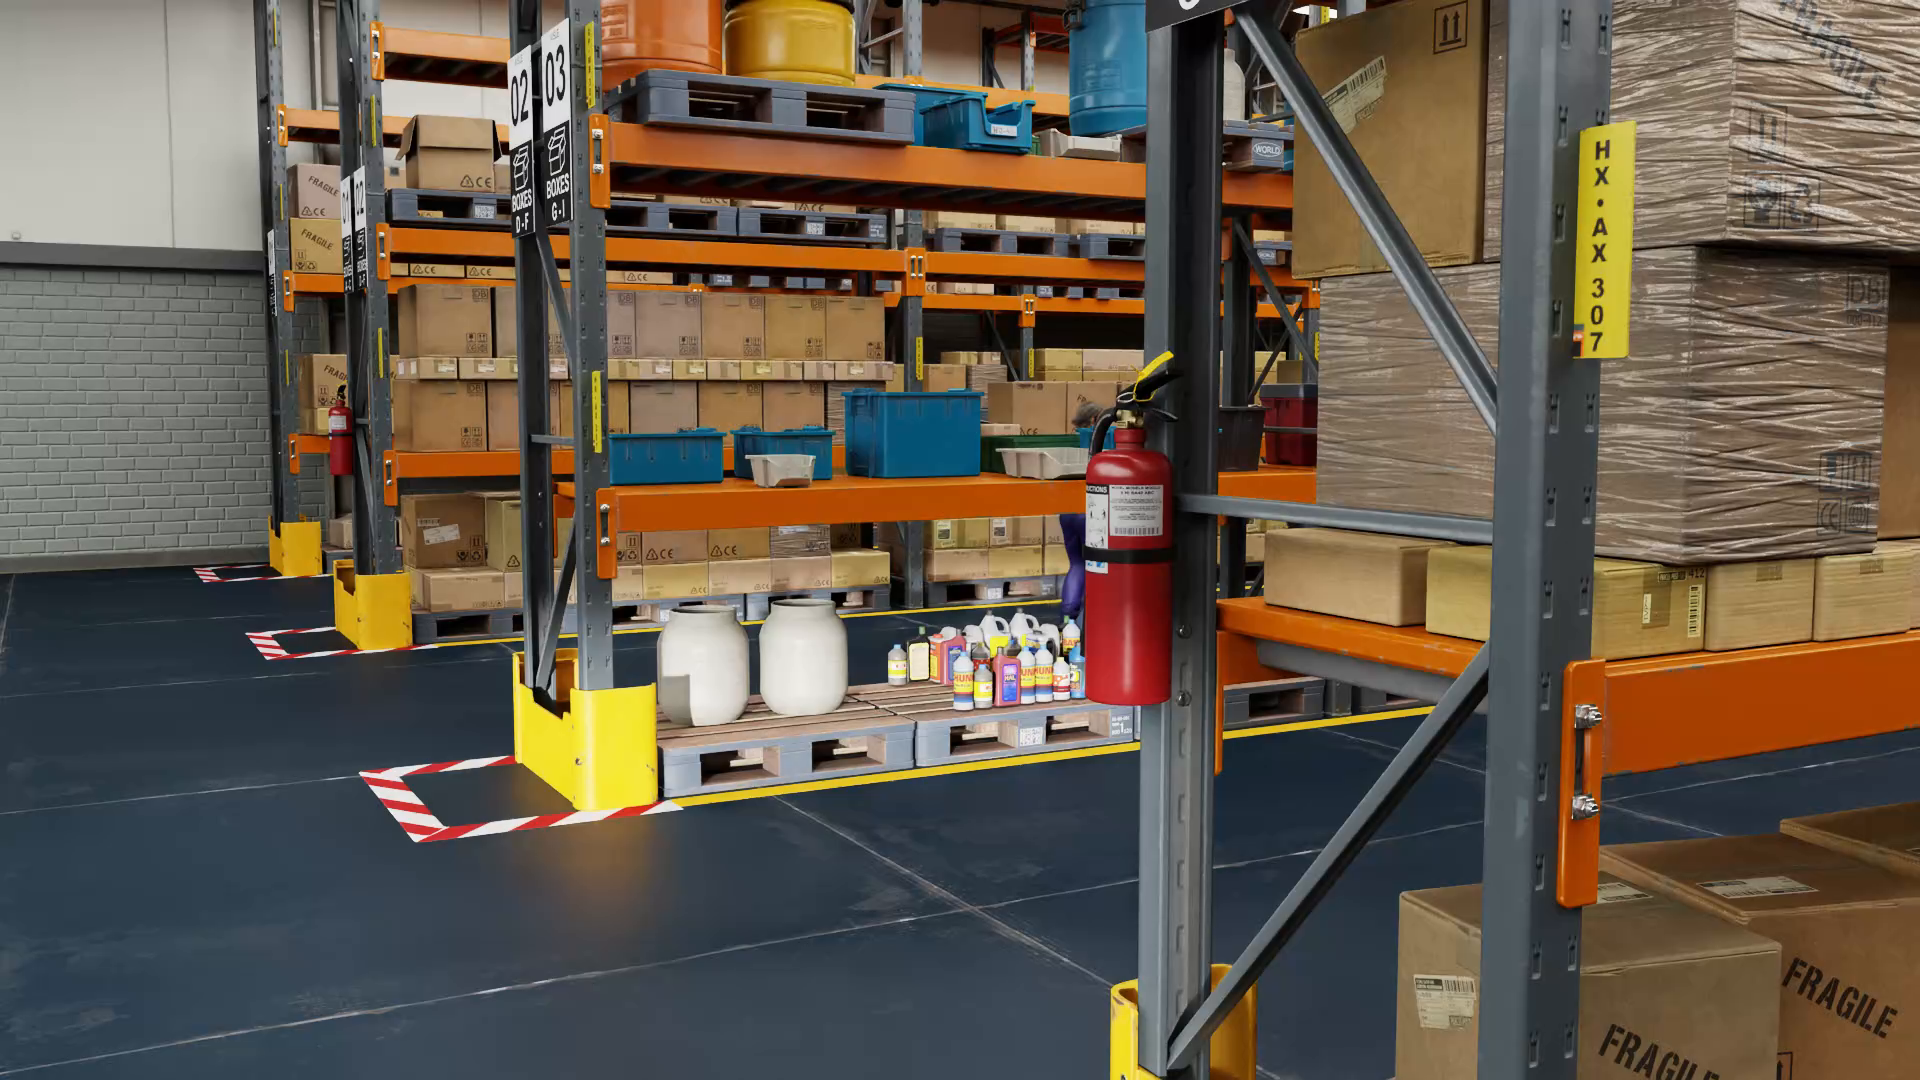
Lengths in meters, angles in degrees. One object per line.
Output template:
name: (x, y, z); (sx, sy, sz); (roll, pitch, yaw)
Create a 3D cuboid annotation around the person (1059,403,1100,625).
person: (0.899, -0.140, 11.744); (0.342, 1.654, 0.470); (-3, 6, -28)
